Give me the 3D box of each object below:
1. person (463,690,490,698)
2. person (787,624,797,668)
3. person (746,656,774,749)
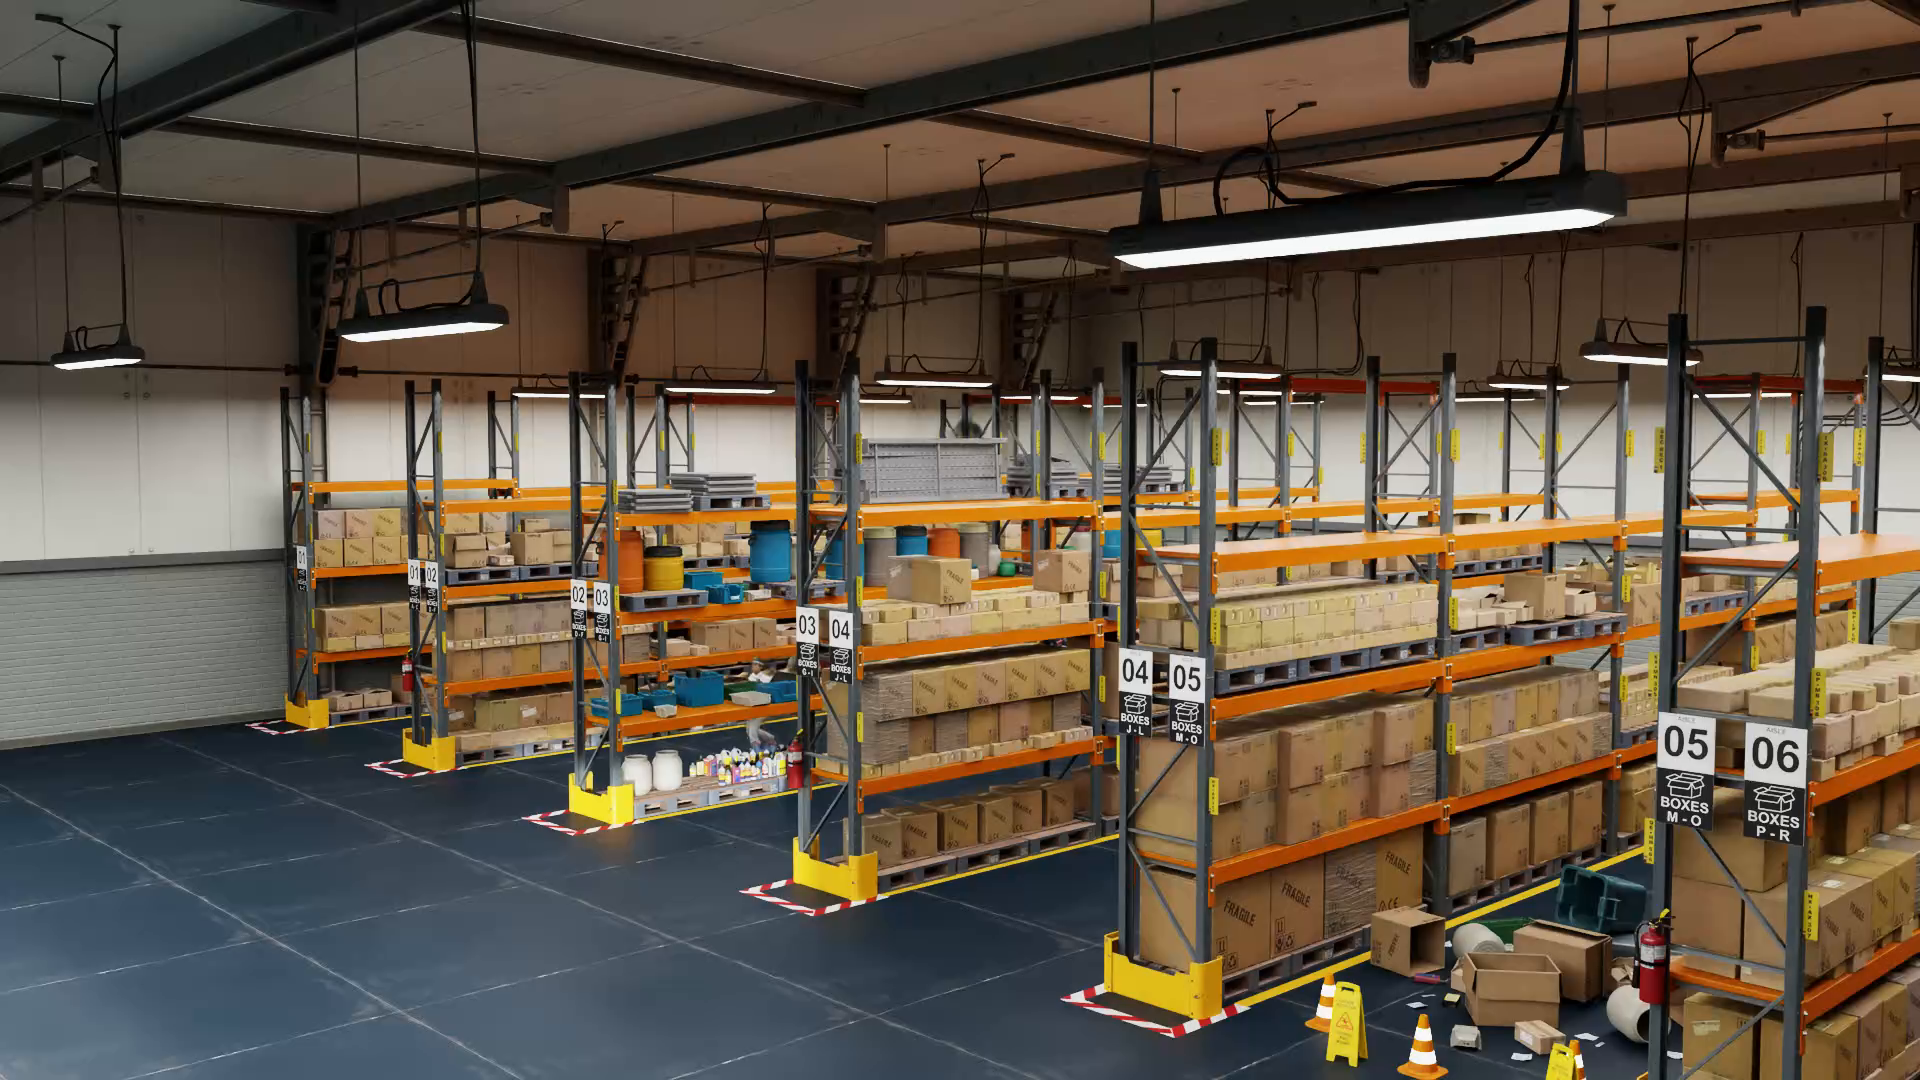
[{"bbox_3d":[-8.161,2.524,28.520,0.555,1.708,0.787,4,5,44],"label":"person"},{"bbox_3d":[-3.149,2.221,32.772,0.658,1.683,0.601,3,5,40],"label":"person"},{"bbox_3d":[-3.179,2.651,26.304,0.563,1.663,0.684,3,5,41],"label":"person"}]
